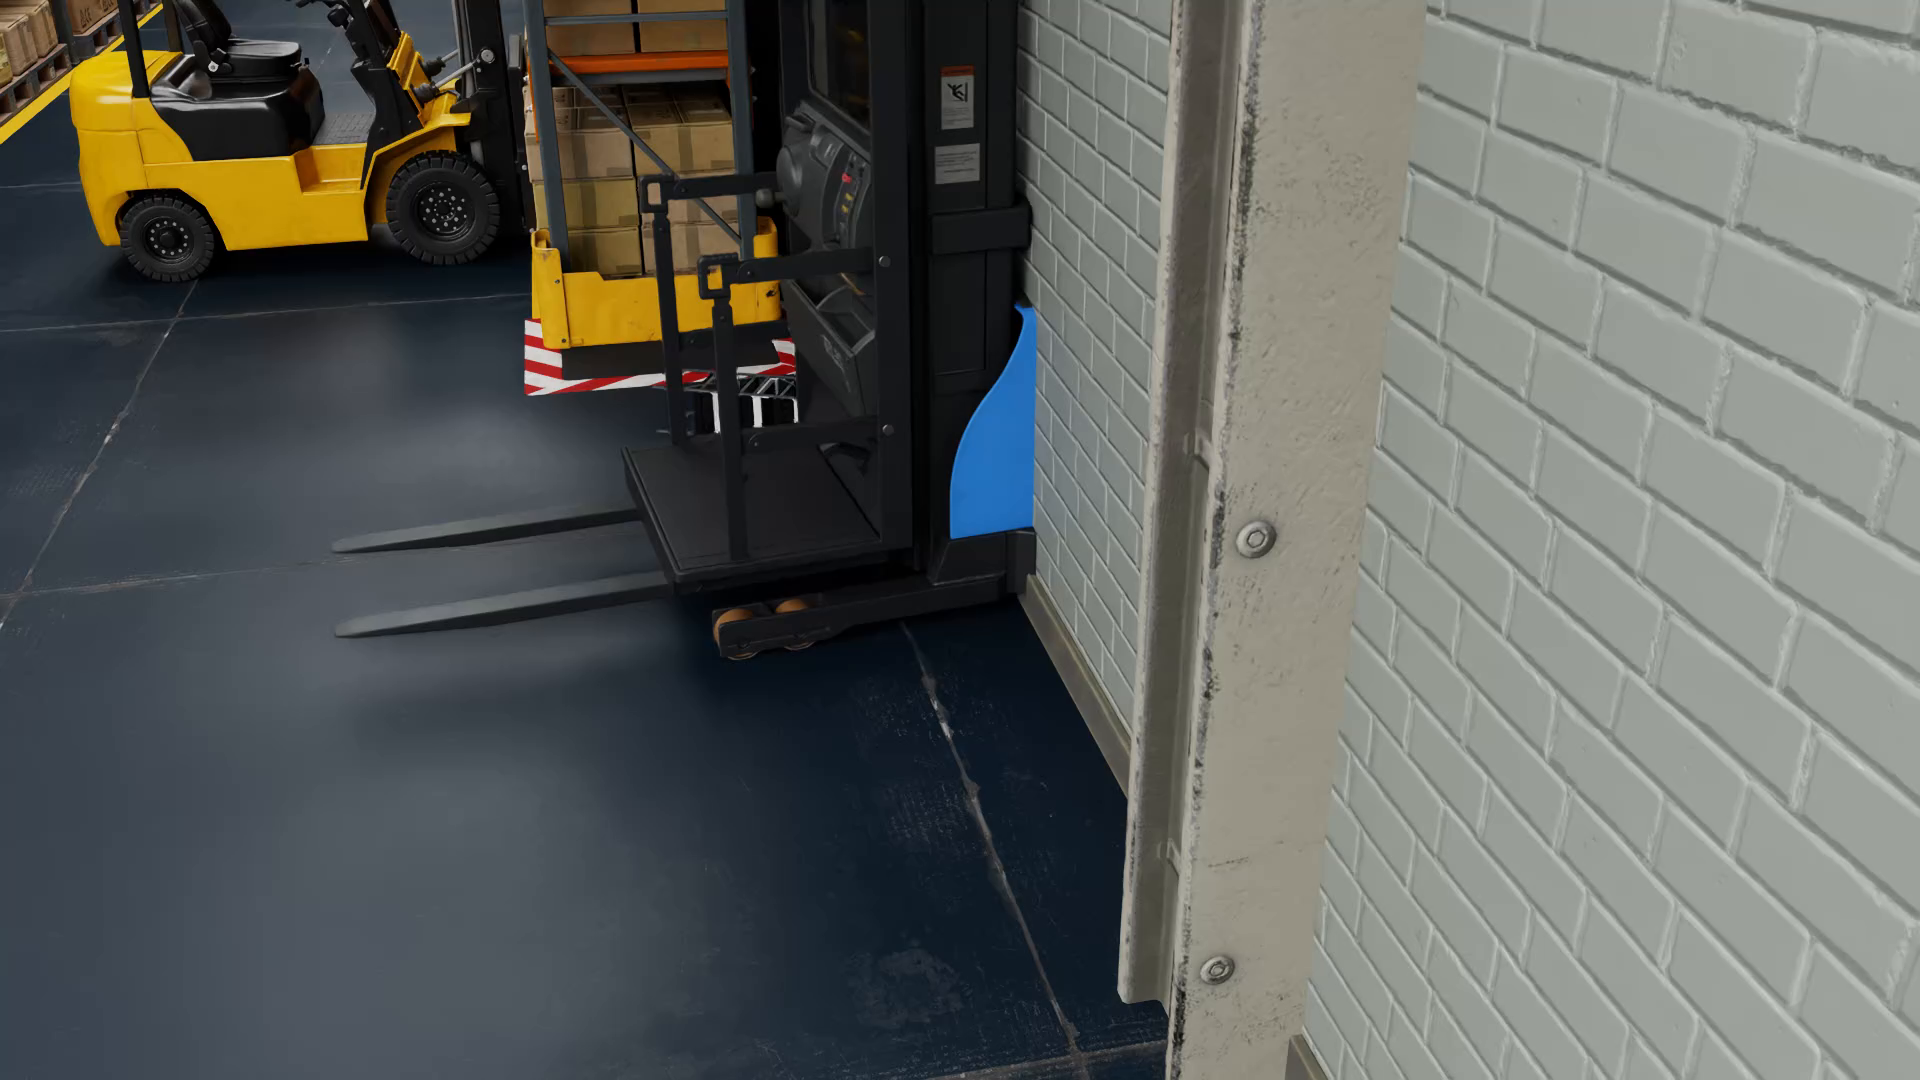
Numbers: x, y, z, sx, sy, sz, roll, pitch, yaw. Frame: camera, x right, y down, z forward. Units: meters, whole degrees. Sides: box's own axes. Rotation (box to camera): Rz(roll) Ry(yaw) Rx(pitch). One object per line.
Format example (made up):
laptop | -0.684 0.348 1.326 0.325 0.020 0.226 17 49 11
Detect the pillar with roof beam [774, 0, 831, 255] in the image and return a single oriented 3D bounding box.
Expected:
pillar with roof beam | -4.968 -5.045 6.259 9.100 9.000 0.400 -6 27 -12

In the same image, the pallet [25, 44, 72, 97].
pallet | -7.958 -3.825 13.594 1.003 0.211 1.213 -6 27 -12

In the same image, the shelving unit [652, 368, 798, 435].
shelving unit | -0.844 -0.568 7.135 0.900 0.210 0.258 5 27 12

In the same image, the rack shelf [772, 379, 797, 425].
rack shelf | -0.723 -0.557 7.110 0.077 0.200 0.258 5 27 12

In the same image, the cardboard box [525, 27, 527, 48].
cardboard box | -2.488 -3.100 10.538 0.500 0.250 0.500 -6 27 -12

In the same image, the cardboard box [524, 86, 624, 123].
cardboard box | -2.023 -2.207 8.770 0.500 0.250 0.500 -5 27 -11

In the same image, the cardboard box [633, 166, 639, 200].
cardboard box | -1.522 -2.037 8.987 0.500 0.250 0.500 -6 27 -12

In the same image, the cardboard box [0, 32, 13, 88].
cardboard box | -7.676 -3.522 12.349 0.950 0.372 0.625 -5 27 -10

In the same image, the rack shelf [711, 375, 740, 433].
rack shelf | -0.987 -0.582 7.164 0.077 0.200 0.258 5 27 12

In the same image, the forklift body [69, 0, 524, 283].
forklift body | -3.700 -2.675 9.163 2.313 2.155 1.214 -6 27 -12

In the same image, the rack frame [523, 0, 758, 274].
rack frame | -1.495 -2.407 7.690 1.000 3.000 0.127 -6 27 -12

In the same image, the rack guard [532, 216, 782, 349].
rack guard | -1.489 -1.280 8.232 1.175 0.500 0.348 -6 27 -12

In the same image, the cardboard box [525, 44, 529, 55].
cardboard box | -2.364 -2.882 10.107 0.500 0.250 0.500 -5 27 -10

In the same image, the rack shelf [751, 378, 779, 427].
rack shelf | -0.811 -0.565 7.128 0.077 0.200 0.258 5 27 12

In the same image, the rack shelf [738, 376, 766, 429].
rack shelf | -0.899 -0.574 7.146 0.077 0.200 0.258 5 27 12

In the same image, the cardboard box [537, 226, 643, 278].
cardboard box | -1.909 -1.541 8.560 0.500 0.250 0.500 -6 27 -11

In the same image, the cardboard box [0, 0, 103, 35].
cardboard box | -8.208 -4.964 14.648 0.875 0.875 0.875 -6 27 -12

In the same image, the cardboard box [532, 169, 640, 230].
cardboard box | -1.909 -1.772 8.462 0.500 0.250 0.500 -6 27 -12

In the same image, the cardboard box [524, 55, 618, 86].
cardboard box | -2.254 -2.651 9.649 0.500 0.250 0.500 -7 28 -13

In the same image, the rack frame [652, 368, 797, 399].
rack frame | -0.845 -0.659 7.089 0.900 0.006 0.240 5 27 12

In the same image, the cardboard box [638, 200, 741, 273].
cardboard box | -1.415 -1.602 8.681 0.500 0.250 0.500 -6 27 -11

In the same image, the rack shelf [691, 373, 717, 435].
rack shelf | -1.075 -0.590 7.182 0.077 0.200 0.258 5 27 12

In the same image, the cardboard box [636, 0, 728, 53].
cardboard box | -1.336 -2.697 8.154 0.500 0.500 0.500 -5 27 -10

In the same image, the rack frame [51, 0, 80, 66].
rack frame | -8.133 -5.413 13.646 1.000 3.000 0.127 -6 27 -12

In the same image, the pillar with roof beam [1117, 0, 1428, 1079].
pillar with roof beam | -3.616 -2.411 1.040 9.100 9.000 0.400 -6 27 -12

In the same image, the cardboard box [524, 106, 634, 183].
cardboard box | -1.902 -1.984 8.327 0.500 0.250 0.500 -5 27 -10

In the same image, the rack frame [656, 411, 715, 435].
rack frame | -0.843 -0.478 7.180 0.900 0.006 0.240 5 27 12

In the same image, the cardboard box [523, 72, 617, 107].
cardboard box | -2.147 -2.428 9.207 0.500 0.250 0.500 -6 27 -11

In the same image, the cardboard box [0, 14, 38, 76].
cardboard box | -7.841 -3.855 13.010 0.950 0.372 0.625 -6 27 -13

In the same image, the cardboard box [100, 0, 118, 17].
cardboard box | -8.405 -5.356 15.424 0.875 0.875 0.875 -6 27 -11

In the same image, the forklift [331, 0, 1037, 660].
forklift | -0.628 -1.181 5.338 3.031 2.935 1.130 -9 28 -17

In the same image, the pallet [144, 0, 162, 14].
pallet | -8.787 -5.593 17.097 1.003 0.211 1.213 -6 27 -12

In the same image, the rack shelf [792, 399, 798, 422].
rack shelf | -0.636 -0.549 7.092 0.077 0.200 0.258 5 27 12

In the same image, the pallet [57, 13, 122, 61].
pallet | -8.237 -4.522 14.975 1.003 0.211 1.213 -6 27 -12

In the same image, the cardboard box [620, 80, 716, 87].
cardboard box | -1.637 -2.483 9.316 0.500 0.250 0.500 -6 27 -12

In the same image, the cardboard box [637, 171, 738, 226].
cardboard box | -1.398 -1.818 8.553 0.500 0.250 0.500 -5 27 -11

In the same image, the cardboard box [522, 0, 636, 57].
cardboard box | -1.862 -2.641 8.042 0.500 0.500 0.500 -7 28 -13

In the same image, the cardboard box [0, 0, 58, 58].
cardboard box | -8.015 -4.179 13.650 0.950 0.372 0.625 -8 28 -15

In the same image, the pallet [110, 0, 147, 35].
pallet | -8.509 -5.057 16.034 1.003 0.211 1.213 -6 27 -12

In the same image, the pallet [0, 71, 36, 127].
pallet | -7.687 -3.291 12.535 1.003 0.211 1.213 -6 27 -12

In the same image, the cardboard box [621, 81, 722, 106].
cardboard box | -1.535 -2.262 8.879 0.500 0.250 0.500 -6 27 -12

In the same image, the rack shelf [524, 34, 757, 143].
rack shelf | -1.946 -2.964 9.591 1.077 0.370 4.000 -6 27 -12

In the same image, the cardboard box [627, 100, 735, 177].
cardboard box | -1.419 -2.043 8.445 0.500 0.250 0.500 -6 27 -12

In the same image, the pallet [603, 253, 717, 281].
pallet | -1.708 -1.494 8.975 1.003 0.211 1.213 -6 27 -12

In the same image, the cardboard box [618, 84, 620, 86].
cardboard box | -1.746 -2.709 9.764 0.500 0.250 0.500 -6 27 -13

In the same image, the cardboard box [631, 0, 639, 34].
cardboard box | -1.475 -2.924 8.603 0.500 0.500 0.500 -5 27 -10
